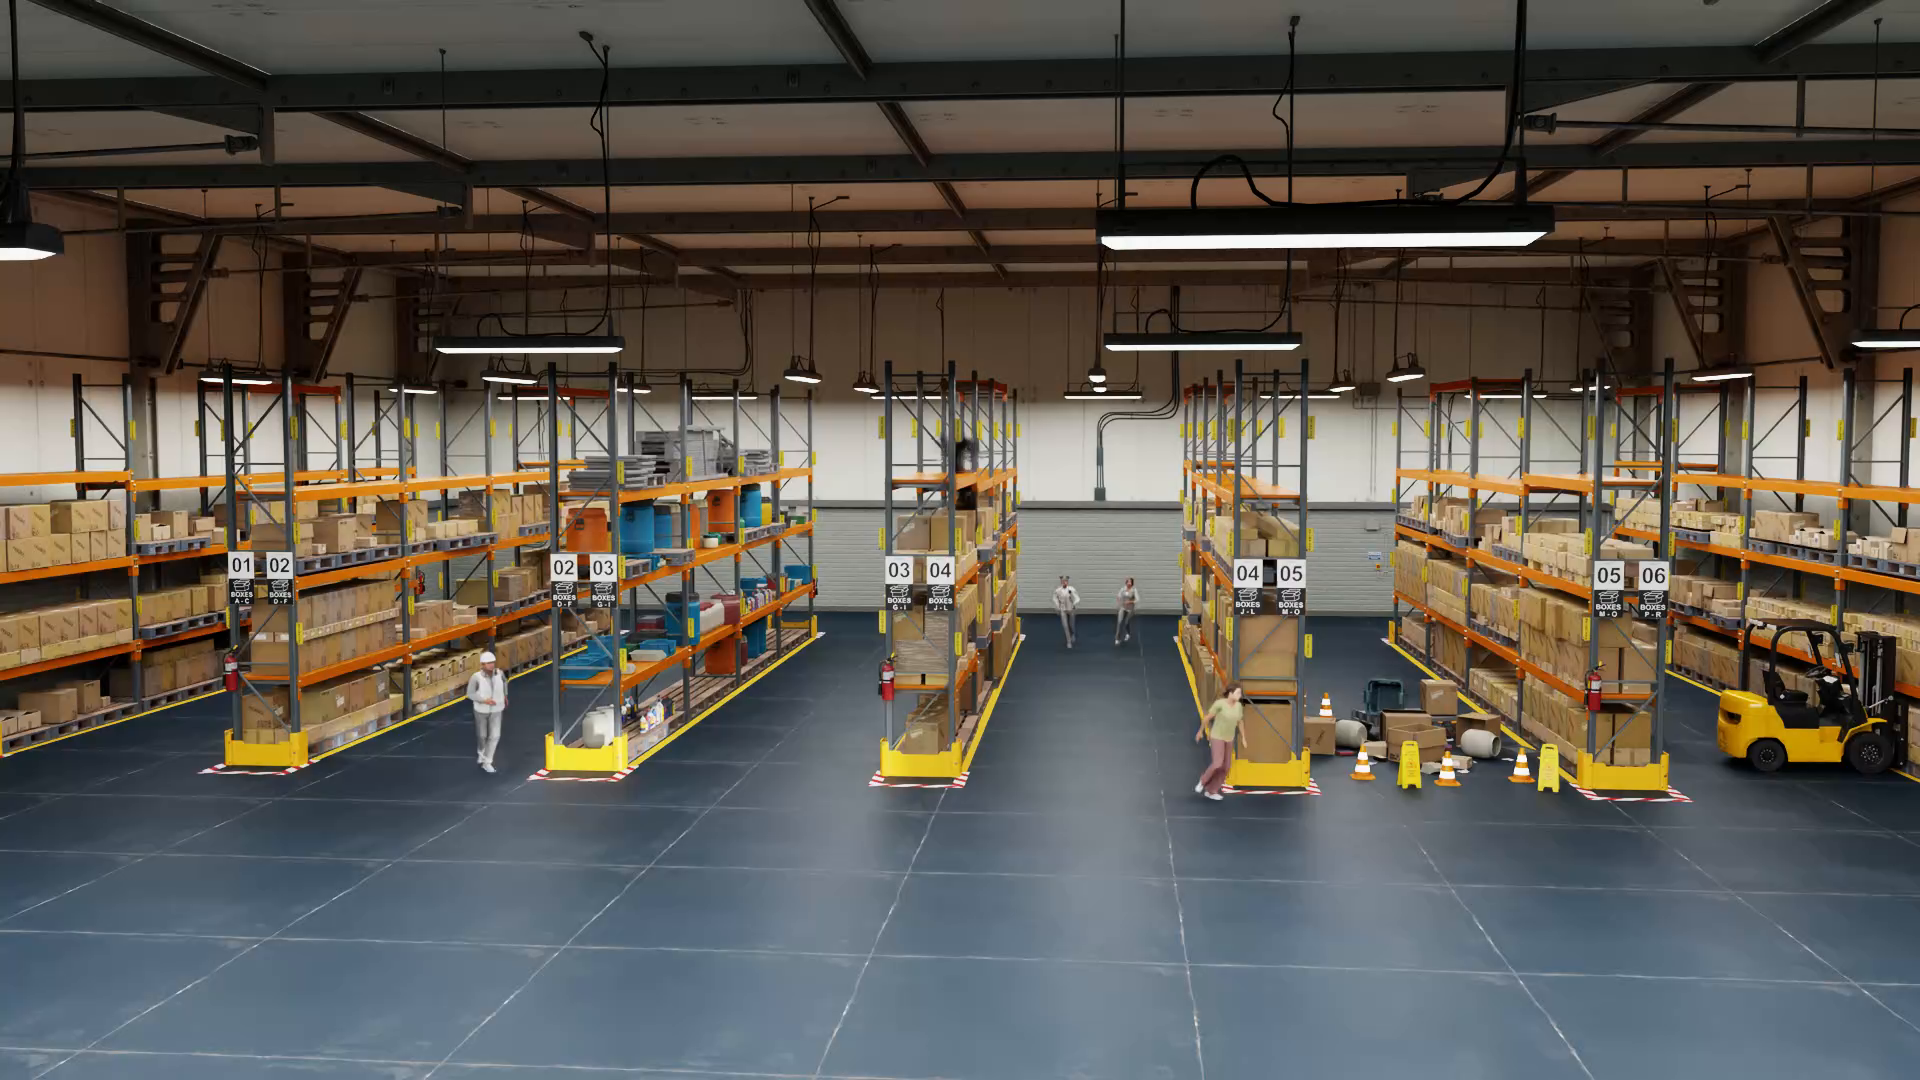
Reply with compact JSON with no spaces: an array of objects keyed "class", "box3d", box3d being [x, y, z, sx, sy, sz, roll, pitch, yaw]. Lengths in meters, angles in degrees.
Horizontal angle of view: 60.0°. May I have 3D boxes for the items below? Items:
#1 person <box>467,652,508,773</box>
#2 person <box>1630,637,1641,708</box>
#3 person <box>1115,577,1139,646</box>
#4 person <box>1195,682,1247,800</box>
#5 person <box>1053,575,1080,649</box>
[{"class":"person","box3d":[-7.002,2.516,24.619,0.626,1.779,0.791,-2,4,-24]},{"class":"person","box3d":[11.340,2.280,28.287,0.704,1.735,0.882,0,4,-5]},{"class":"person","box3d":[3.936,1.663,38.925,0.560,1.604,0.826,1,4,19]},{"class":"person","box3d":[3.531,2.726,22.566,0.625,1.627,0.556,-2,4,-30]},{"class":"person","box3d":[2.457,1.644,38.500,0.622,1.694,0.774,0,4,2]}]
